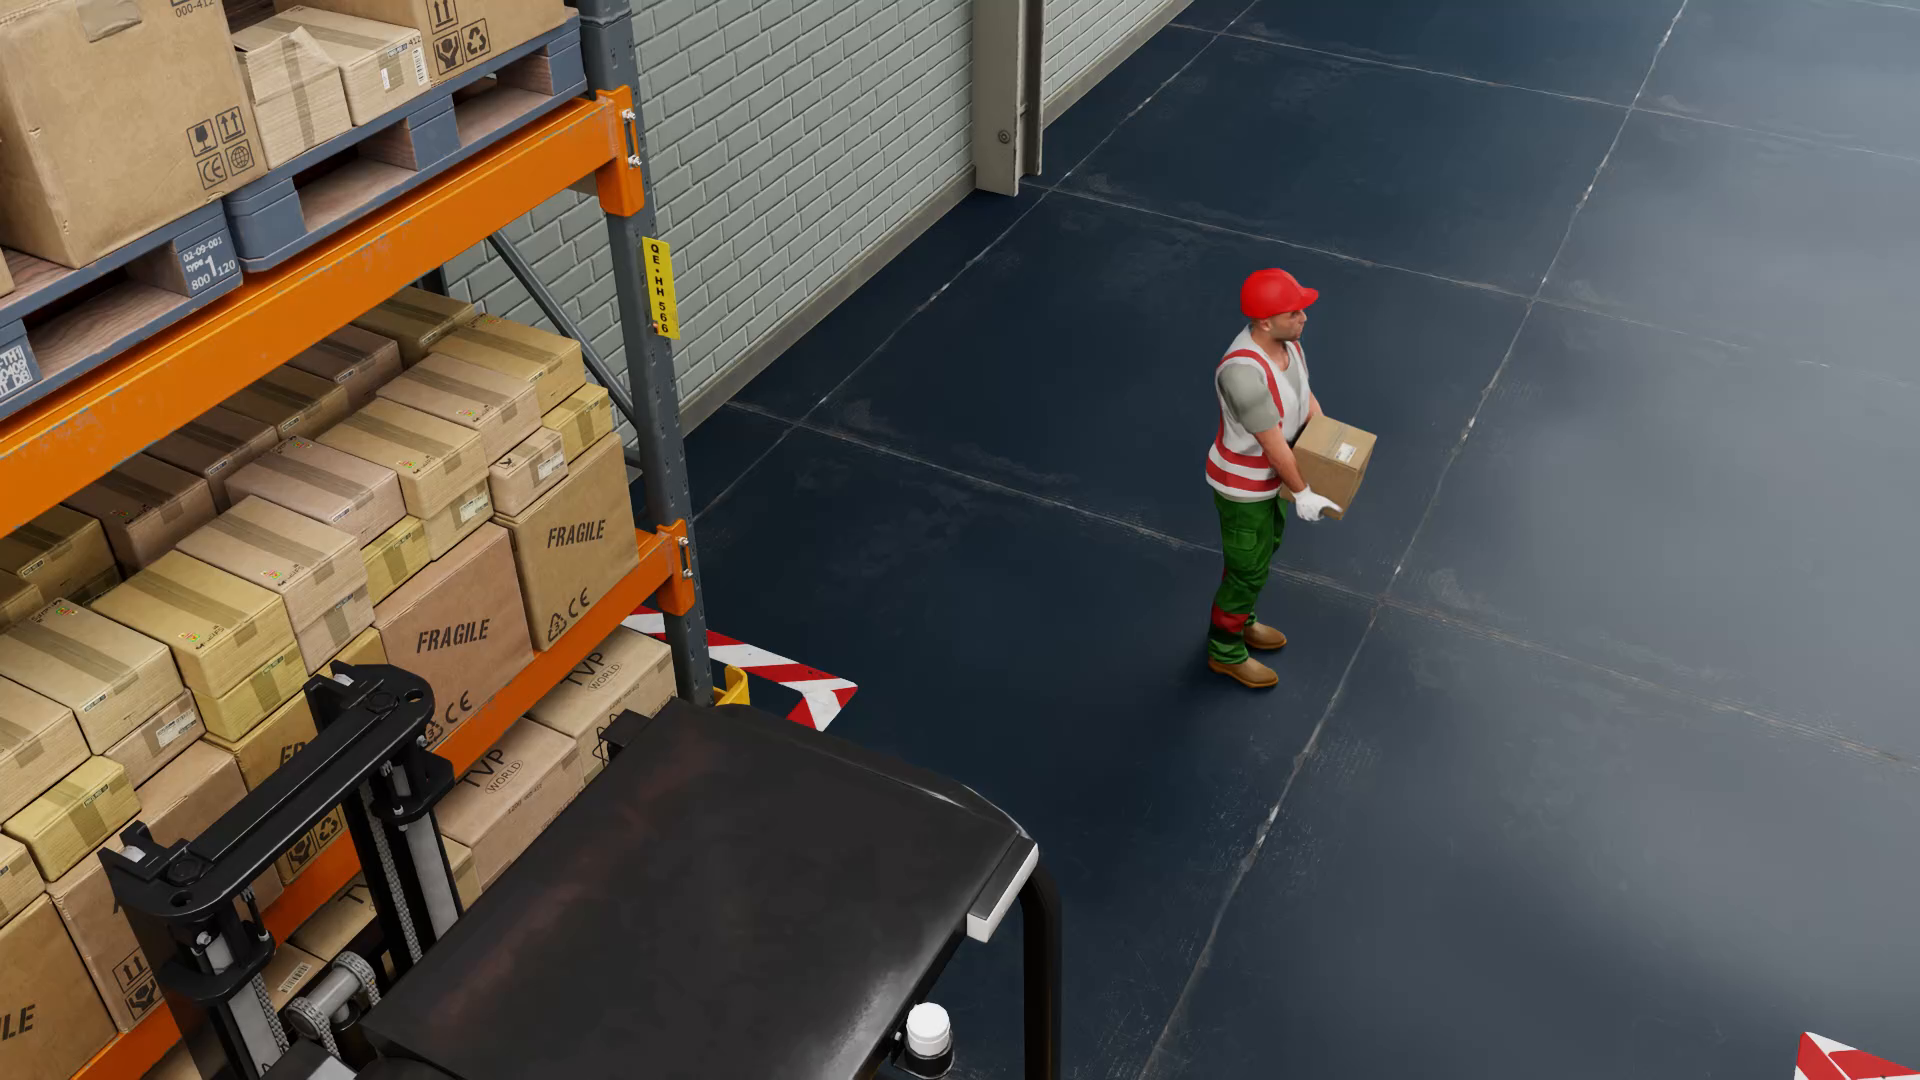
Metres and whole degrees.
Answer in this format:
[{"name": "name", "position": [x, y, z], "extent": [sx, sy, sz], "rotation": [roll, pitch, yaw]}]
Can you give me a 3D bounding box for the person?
[{"name": "person", "position": [1.238, -0.214, 6.409], "extent": [0.558, 1.786, 0.495], "rotation": [18, 41, 21]}]
